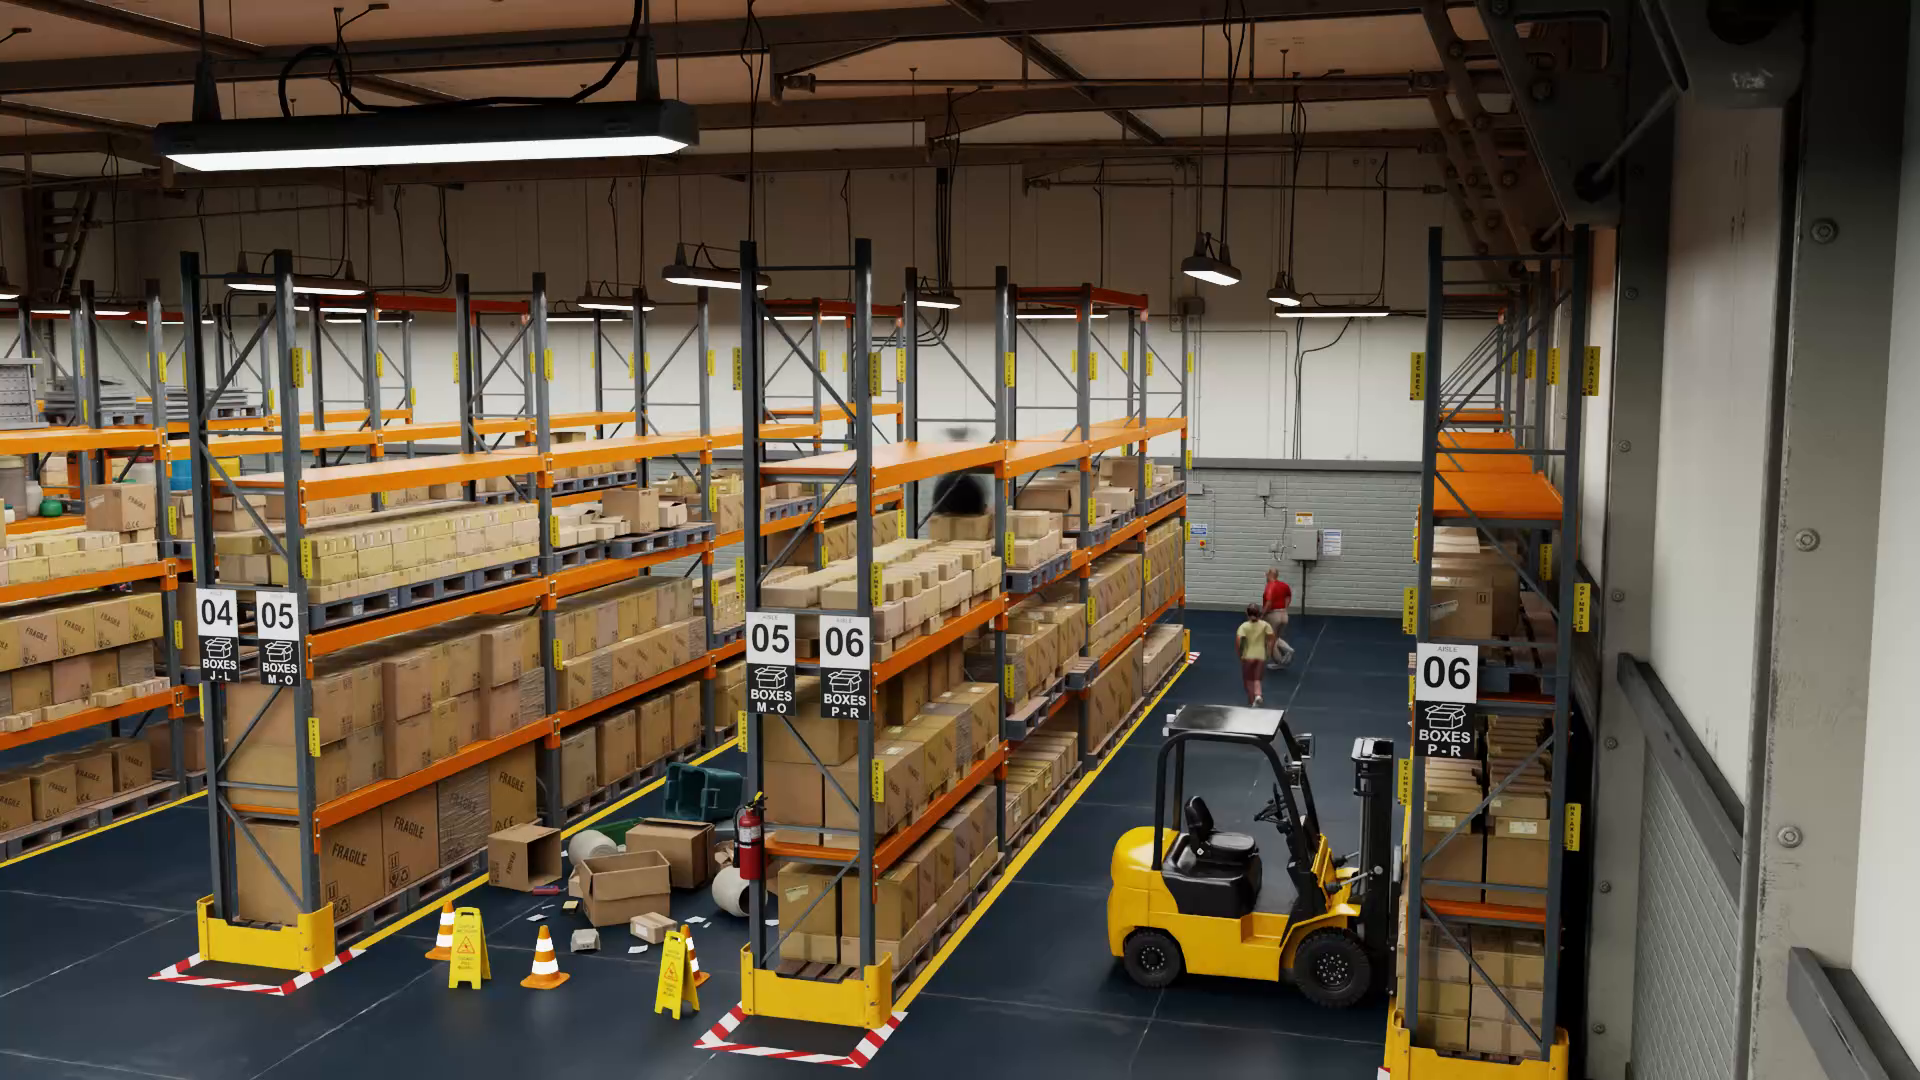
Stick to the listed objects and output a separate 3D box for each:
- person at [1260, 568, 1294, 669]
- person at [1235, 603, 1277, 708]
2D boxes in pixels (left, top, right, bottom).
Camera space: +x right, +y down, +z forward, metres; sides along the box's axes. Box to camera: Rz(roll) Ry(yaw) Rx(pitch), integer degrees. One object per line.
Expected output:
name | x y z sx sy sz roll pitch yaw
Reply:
person | 5.236 1.298 27.256 0.658 1.666 0.572 -5 8 -36
person | 4.210 1.728 23.652 0.616 1.635 0.587 0 6 -2
